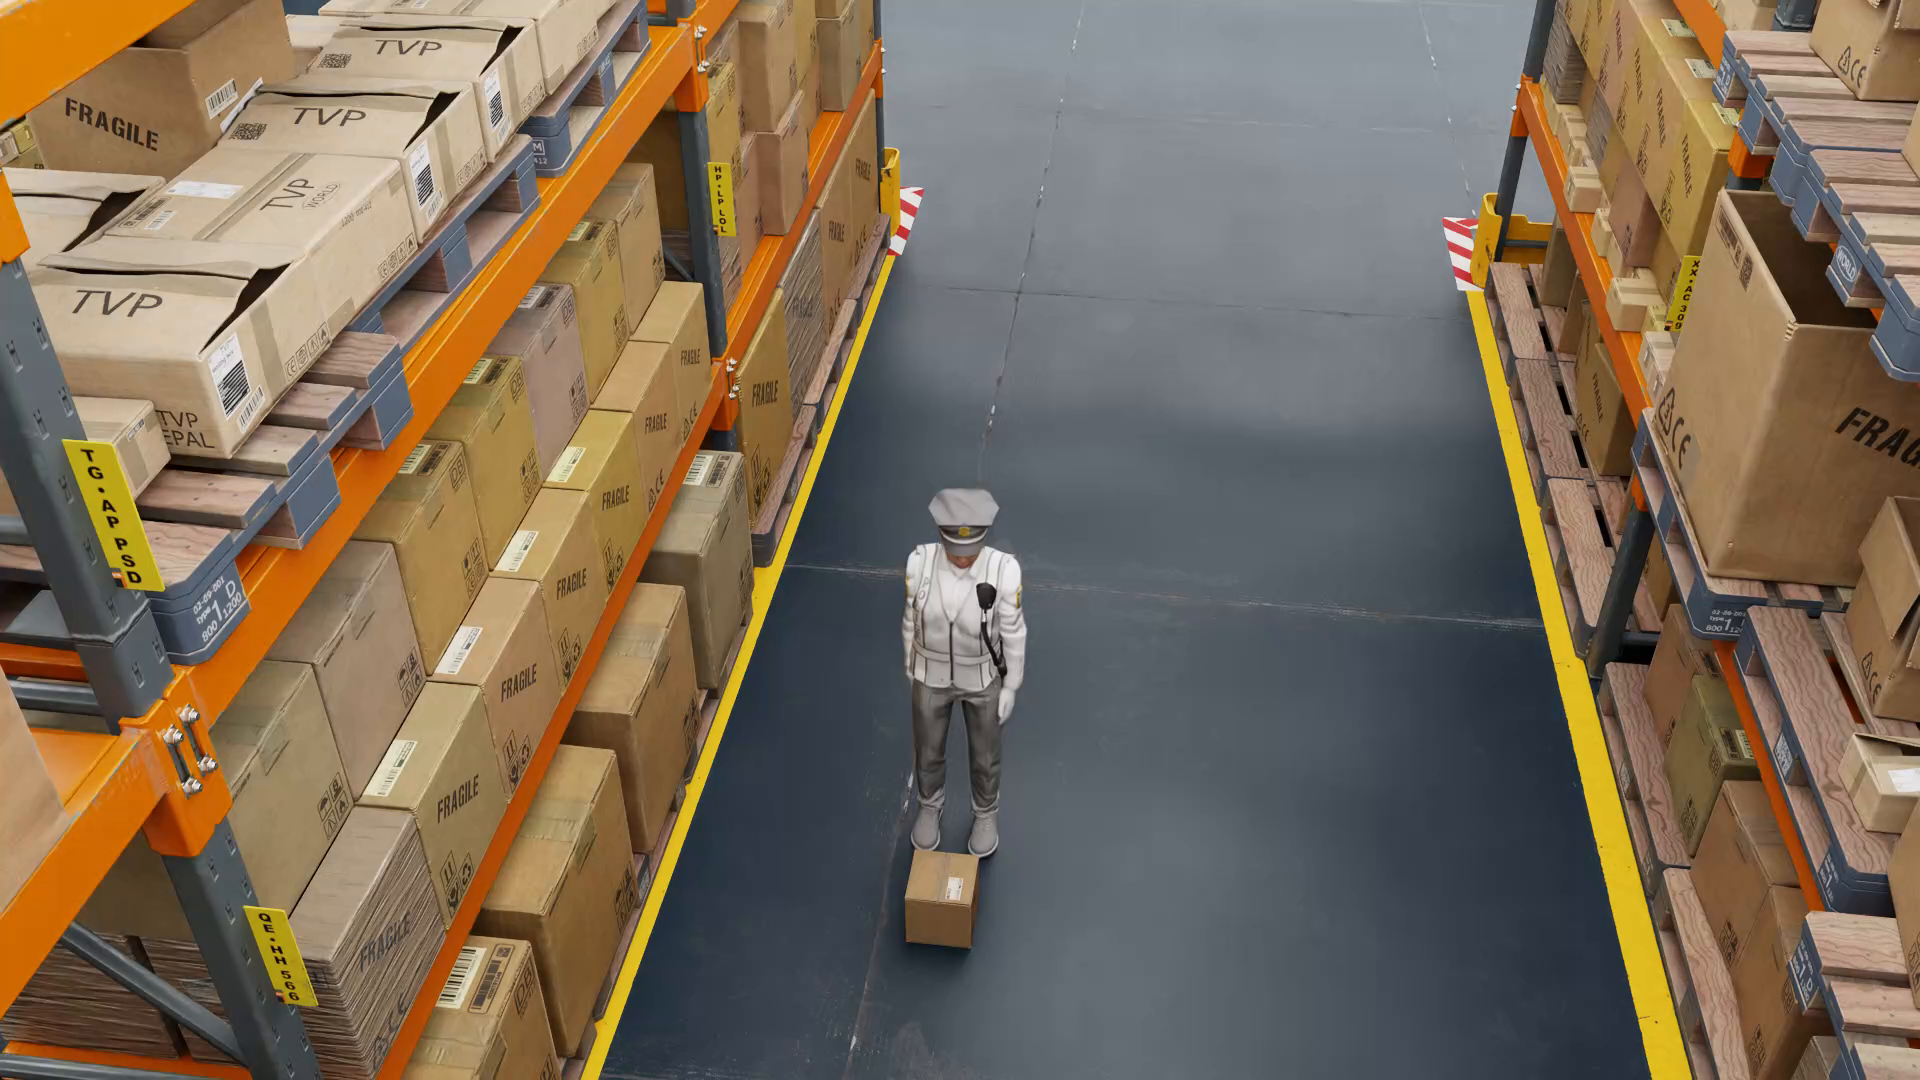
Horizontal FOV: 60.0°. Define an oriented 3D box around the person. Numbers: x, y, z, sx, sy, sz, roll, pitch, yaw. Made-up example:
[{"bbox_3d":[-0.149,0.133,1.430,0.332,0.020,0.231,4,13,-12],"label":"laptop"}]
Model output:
[{"bbox_3d":[0.011,0.531,6.321,0.470,1.663,0.327,5,37,7],"label":"person"}]
